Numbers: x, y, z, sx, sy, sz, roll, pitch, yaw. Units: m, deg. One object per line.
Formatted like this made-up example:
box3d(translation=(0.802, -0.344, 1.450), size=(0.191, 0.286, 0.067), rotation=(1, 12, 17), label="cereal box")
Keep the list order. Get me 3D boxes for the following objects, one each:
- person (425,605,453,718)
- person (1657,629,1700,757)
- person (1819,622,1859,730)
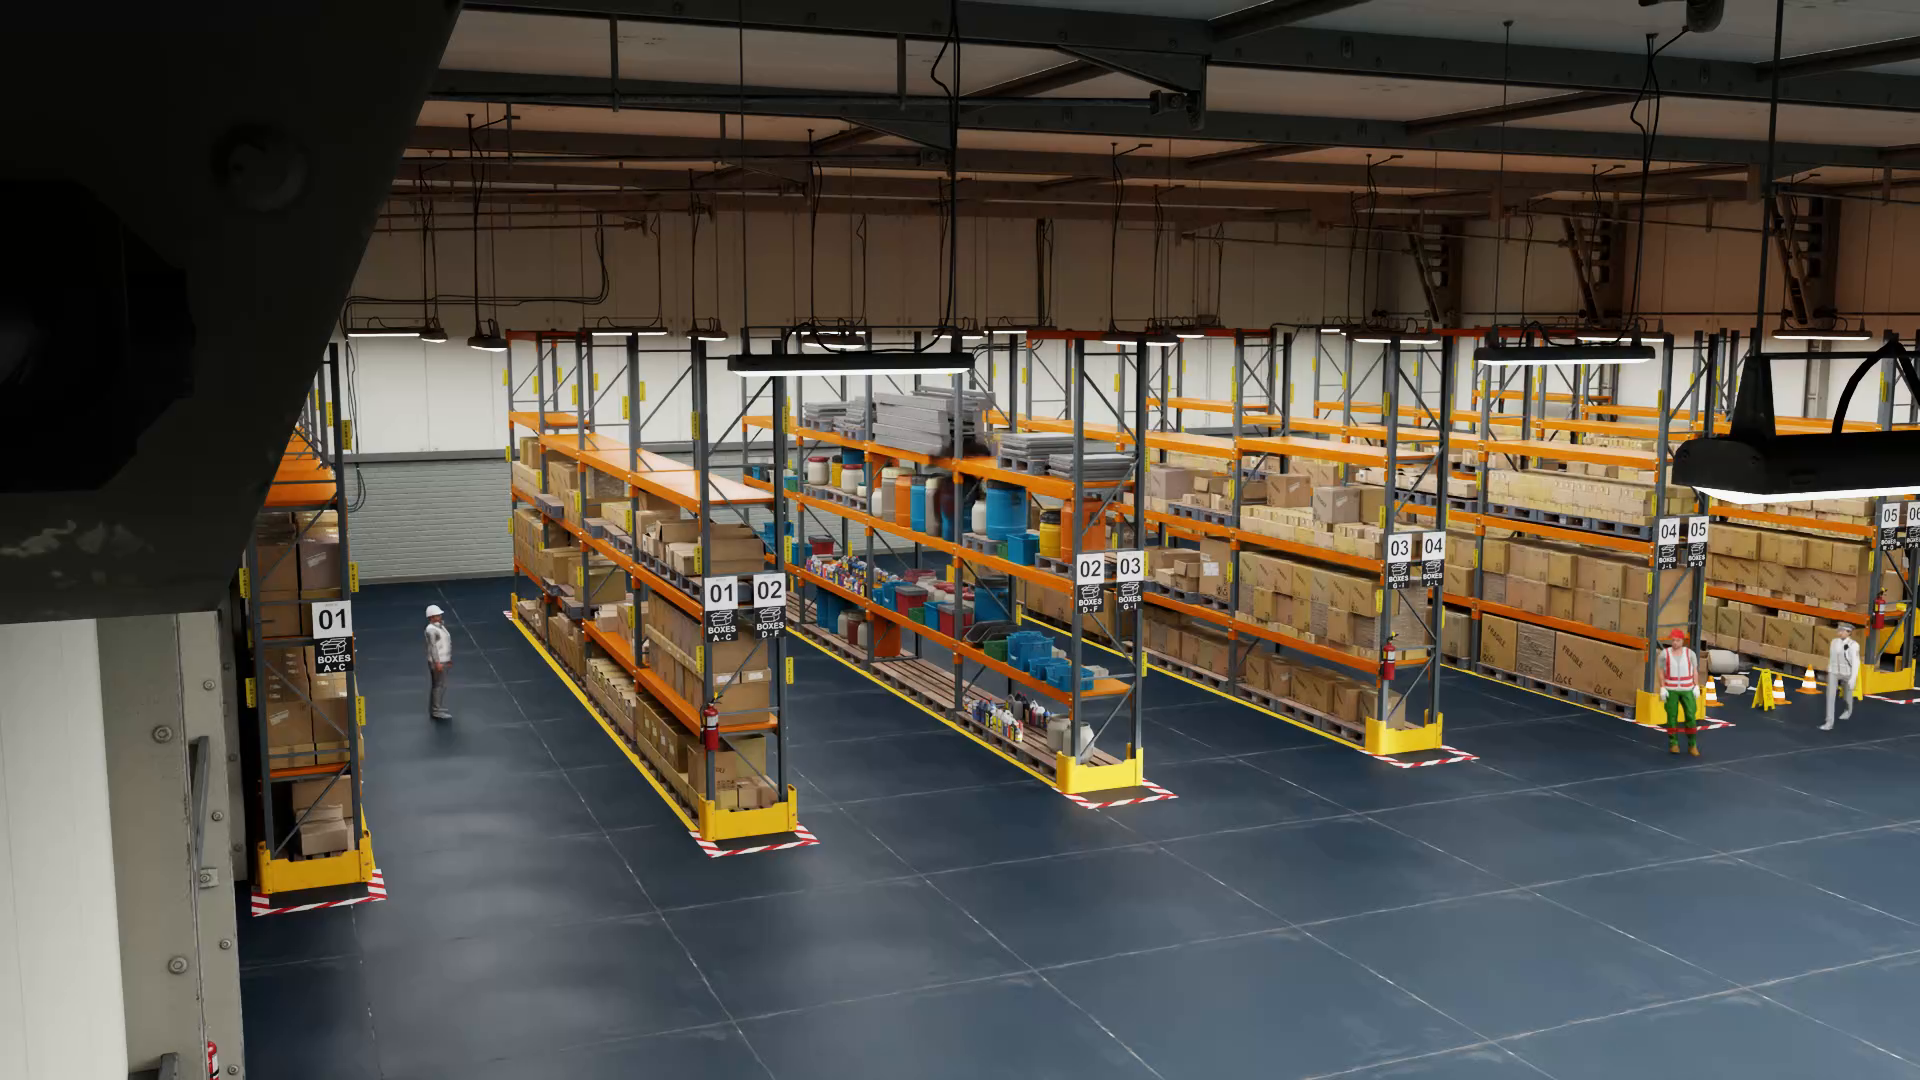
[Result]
box3d(translation=(-8.202, 1.915, 26.209), size=(0.424, 1.800, 0.559), rotation=(-3, 8, -21), label="person")
box3d(translation=(10.386, 2.191, 24.013), size=(0.624, 1.814, 0.404), rotation=(2, 8, 17), label="person")
box3d(translation=(13.505, 2.053, 25.445), size=(0.453, 1.648, 0.933), rotation=(5, 9, 33), label="person")
